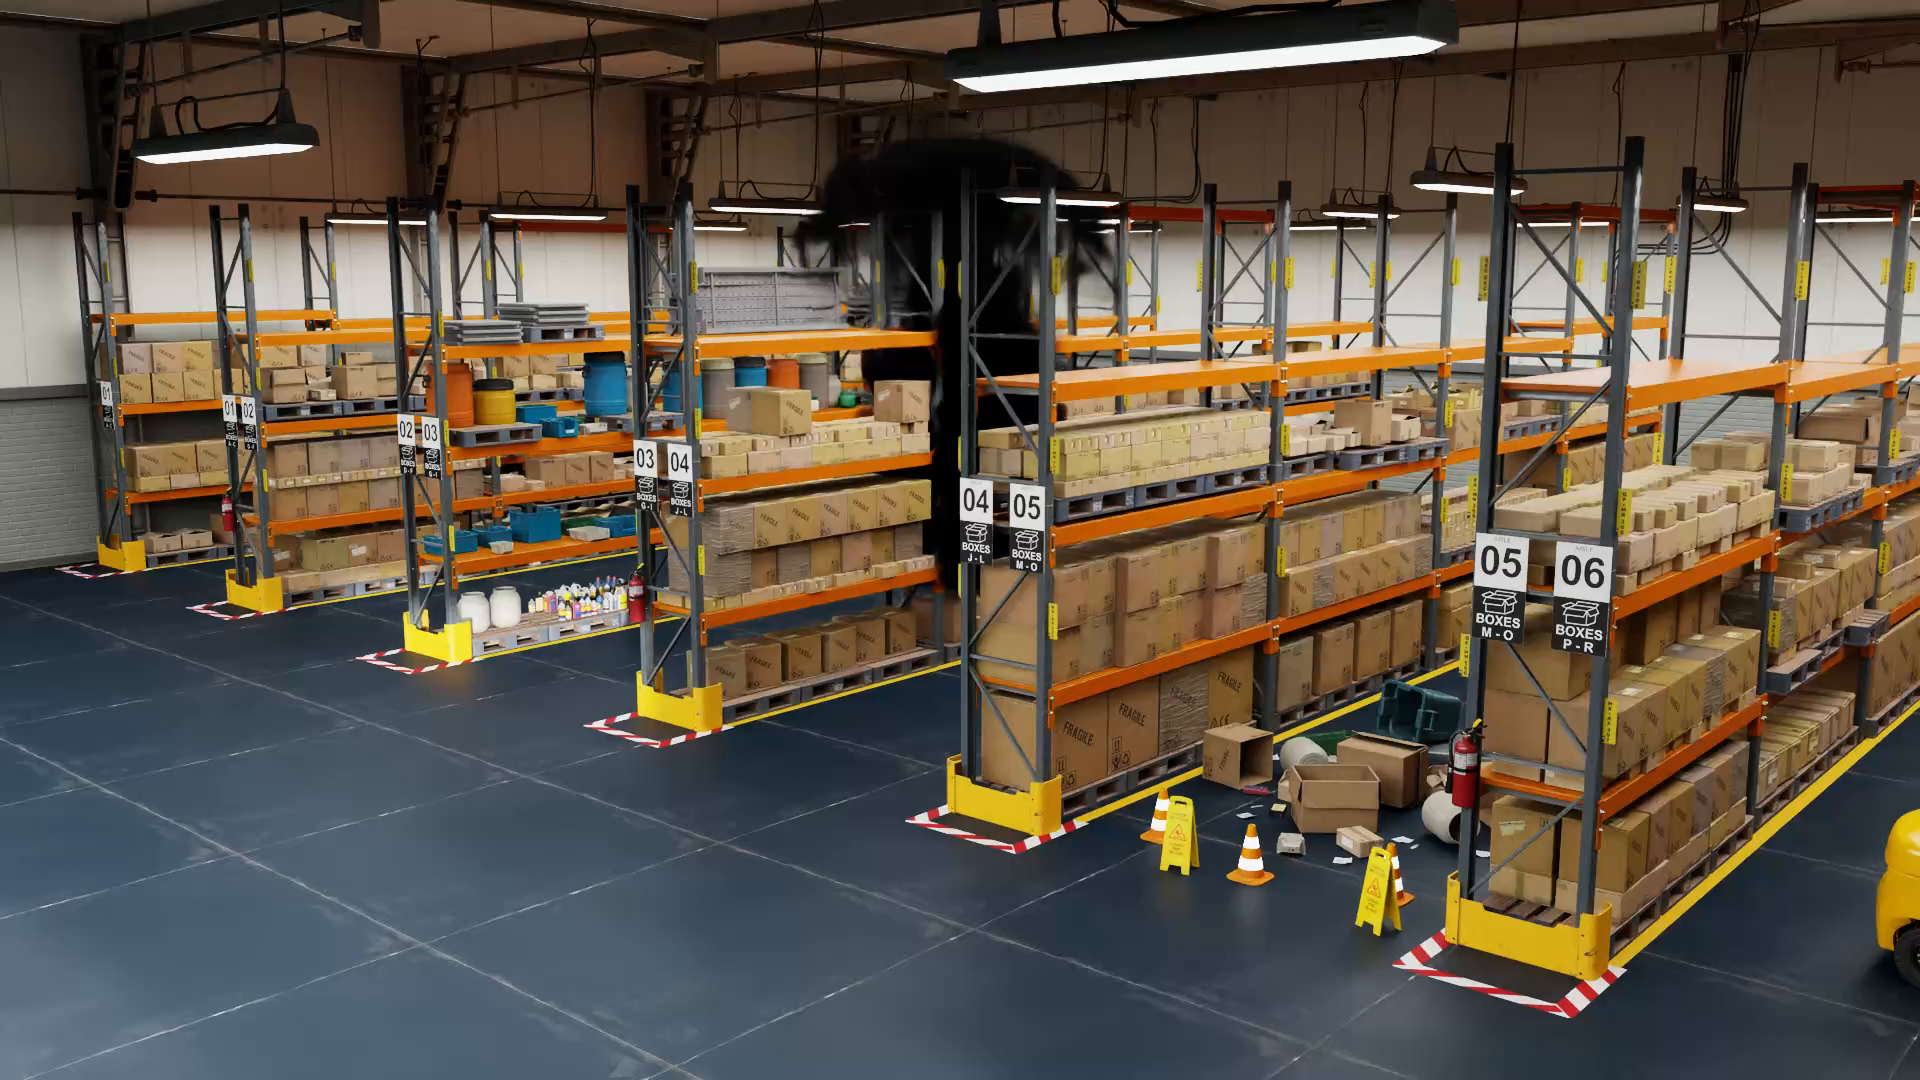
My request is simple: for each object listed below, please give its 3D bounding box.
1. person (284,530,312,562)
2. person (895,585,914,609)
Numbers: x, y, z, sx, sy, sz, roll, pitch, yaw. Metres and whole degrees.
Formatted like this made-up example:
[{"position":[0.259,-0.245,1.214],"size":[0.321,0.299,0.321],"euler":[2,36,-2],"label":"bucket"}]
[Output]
[{"position":[-10.889,-0.226,27.317],"size":[0.710,1.757,0.563],"euler":[9,13,43],"label":"person"},{"position":[-0.760,0.123,23.564],"size":[0.701,1.733,0.559],"euler":[7,12,35],"label":"person"}]
